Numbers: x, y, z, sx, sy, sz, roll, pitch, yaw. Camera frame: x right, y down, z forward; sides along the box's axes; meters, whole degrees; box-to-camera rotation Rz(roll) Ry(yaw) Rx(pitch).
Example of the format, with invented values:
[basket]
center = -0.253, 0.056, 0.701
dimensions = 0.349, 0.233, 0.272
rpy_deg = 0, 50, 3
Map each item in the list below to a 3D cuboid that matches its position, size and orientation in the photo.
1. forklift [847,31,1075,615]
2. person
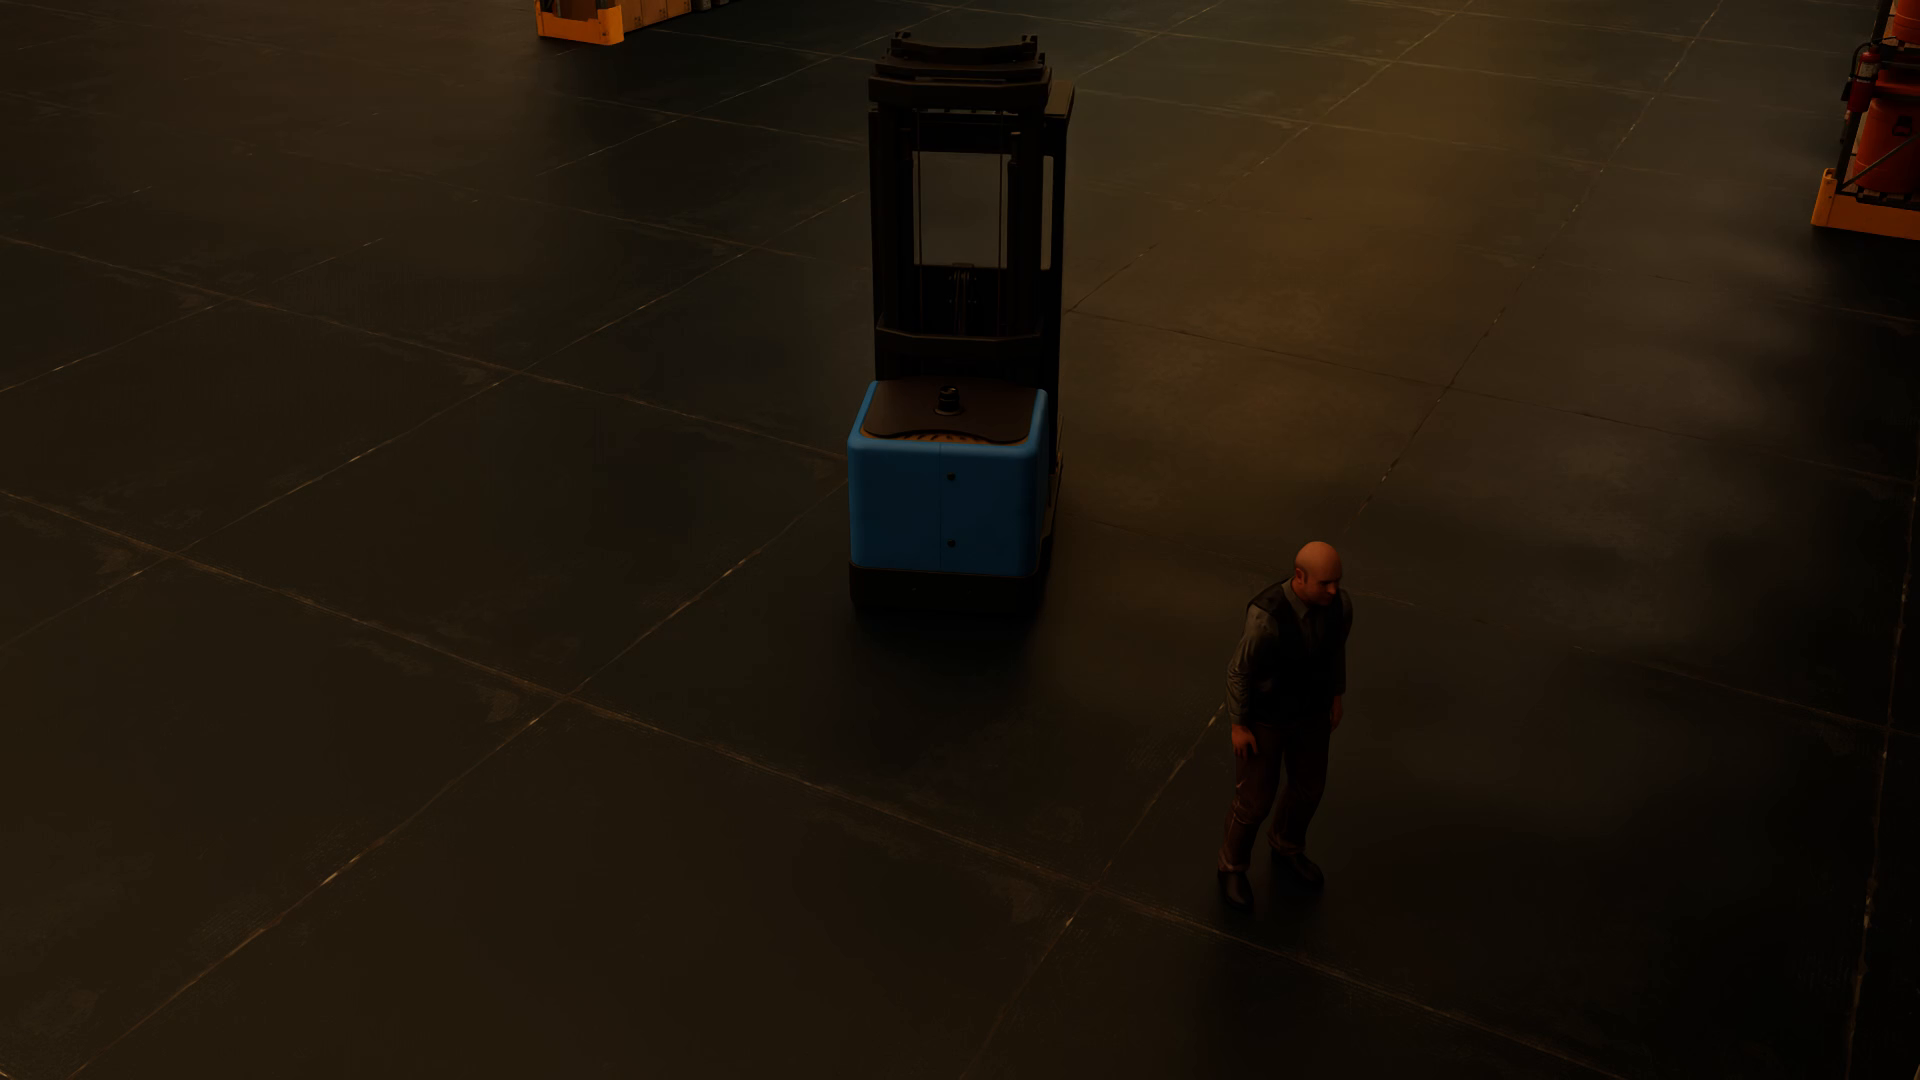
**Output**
[forklift]
center = 0.072, -1.572, 9.794
dimensions = 1.130, 2.935, 3.031
rpy_deg = 3, 30, 6
[person]
center = 1.373, 0.731, 7.017
dimensions = 0.581, 1.719, 0.426
rpy_deg = -14, 33, -22
